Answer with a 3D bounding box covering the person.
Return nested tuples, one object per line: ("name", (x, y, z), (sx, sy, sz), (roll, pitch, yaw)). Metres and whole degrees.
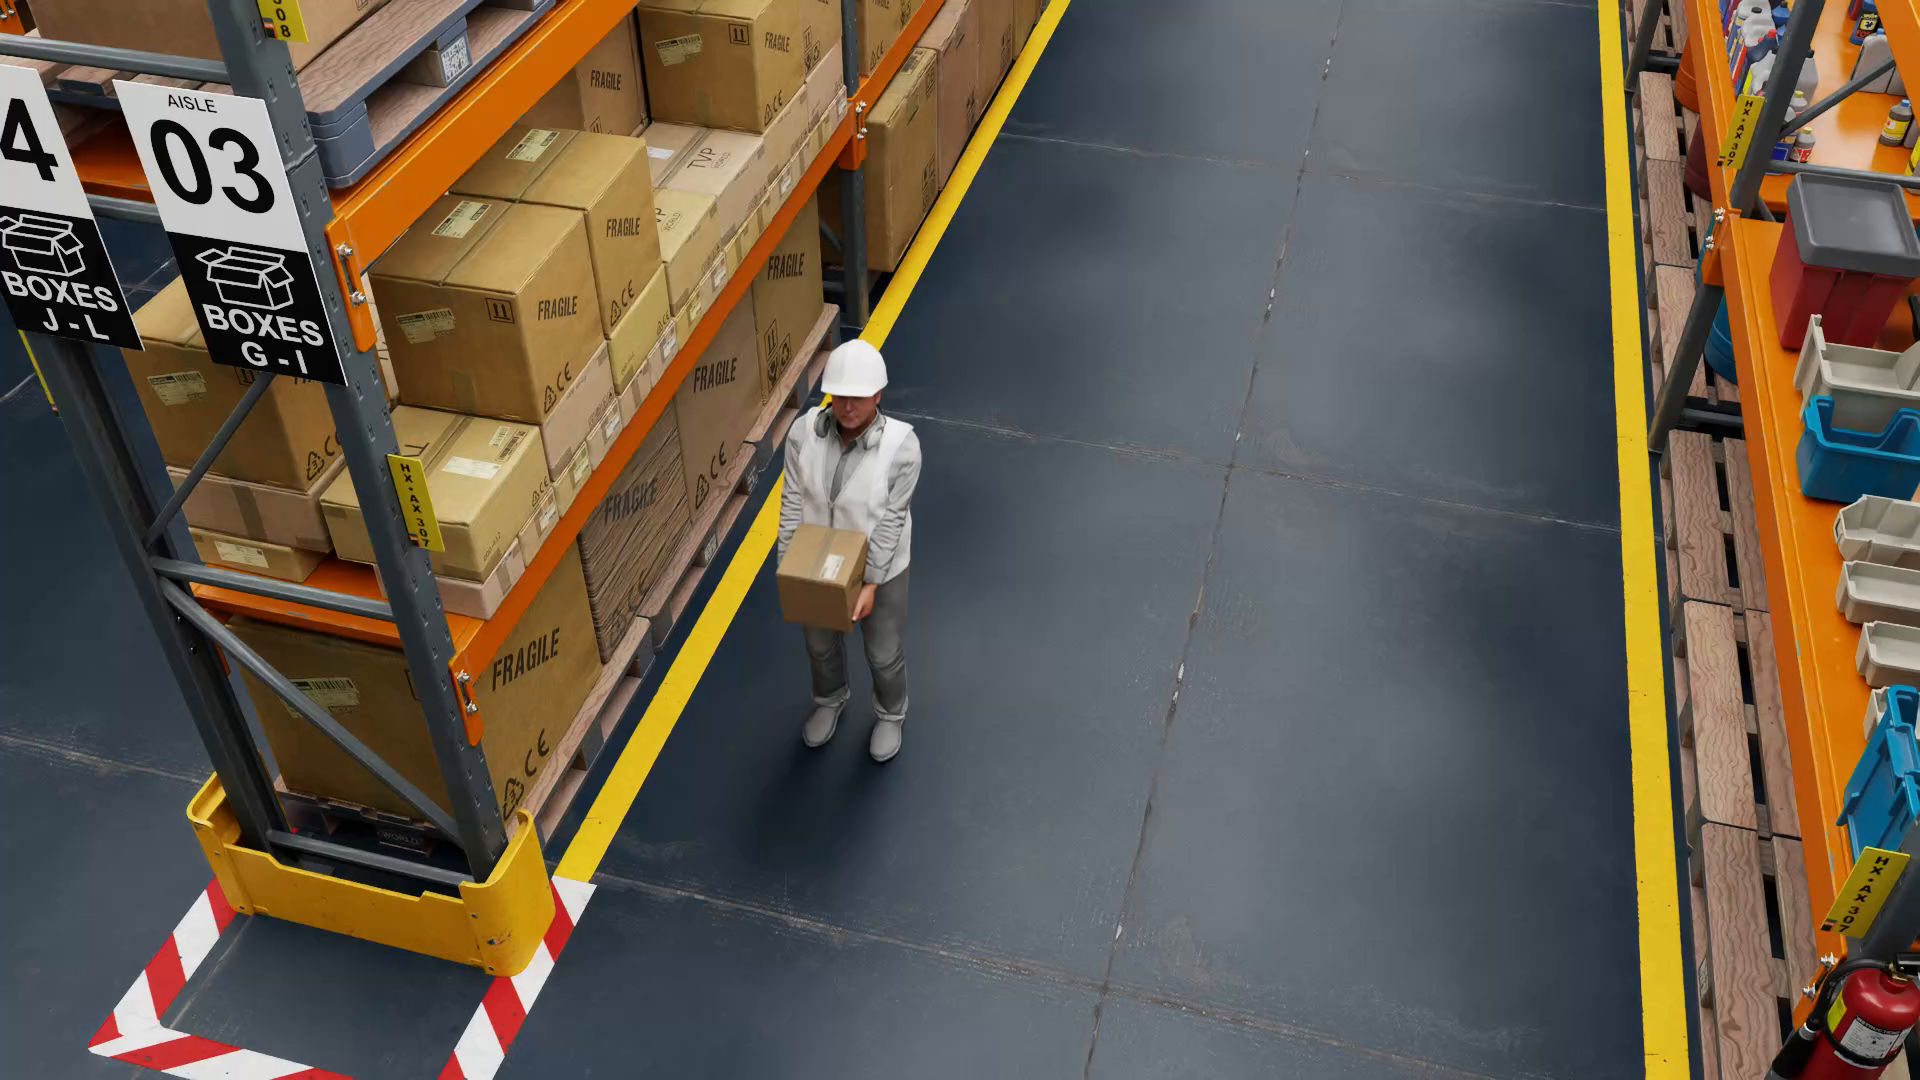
("person", (-0.376, 0.075, 6.050), (0.594, 1.772, 0.459), (8, 41, 9))
